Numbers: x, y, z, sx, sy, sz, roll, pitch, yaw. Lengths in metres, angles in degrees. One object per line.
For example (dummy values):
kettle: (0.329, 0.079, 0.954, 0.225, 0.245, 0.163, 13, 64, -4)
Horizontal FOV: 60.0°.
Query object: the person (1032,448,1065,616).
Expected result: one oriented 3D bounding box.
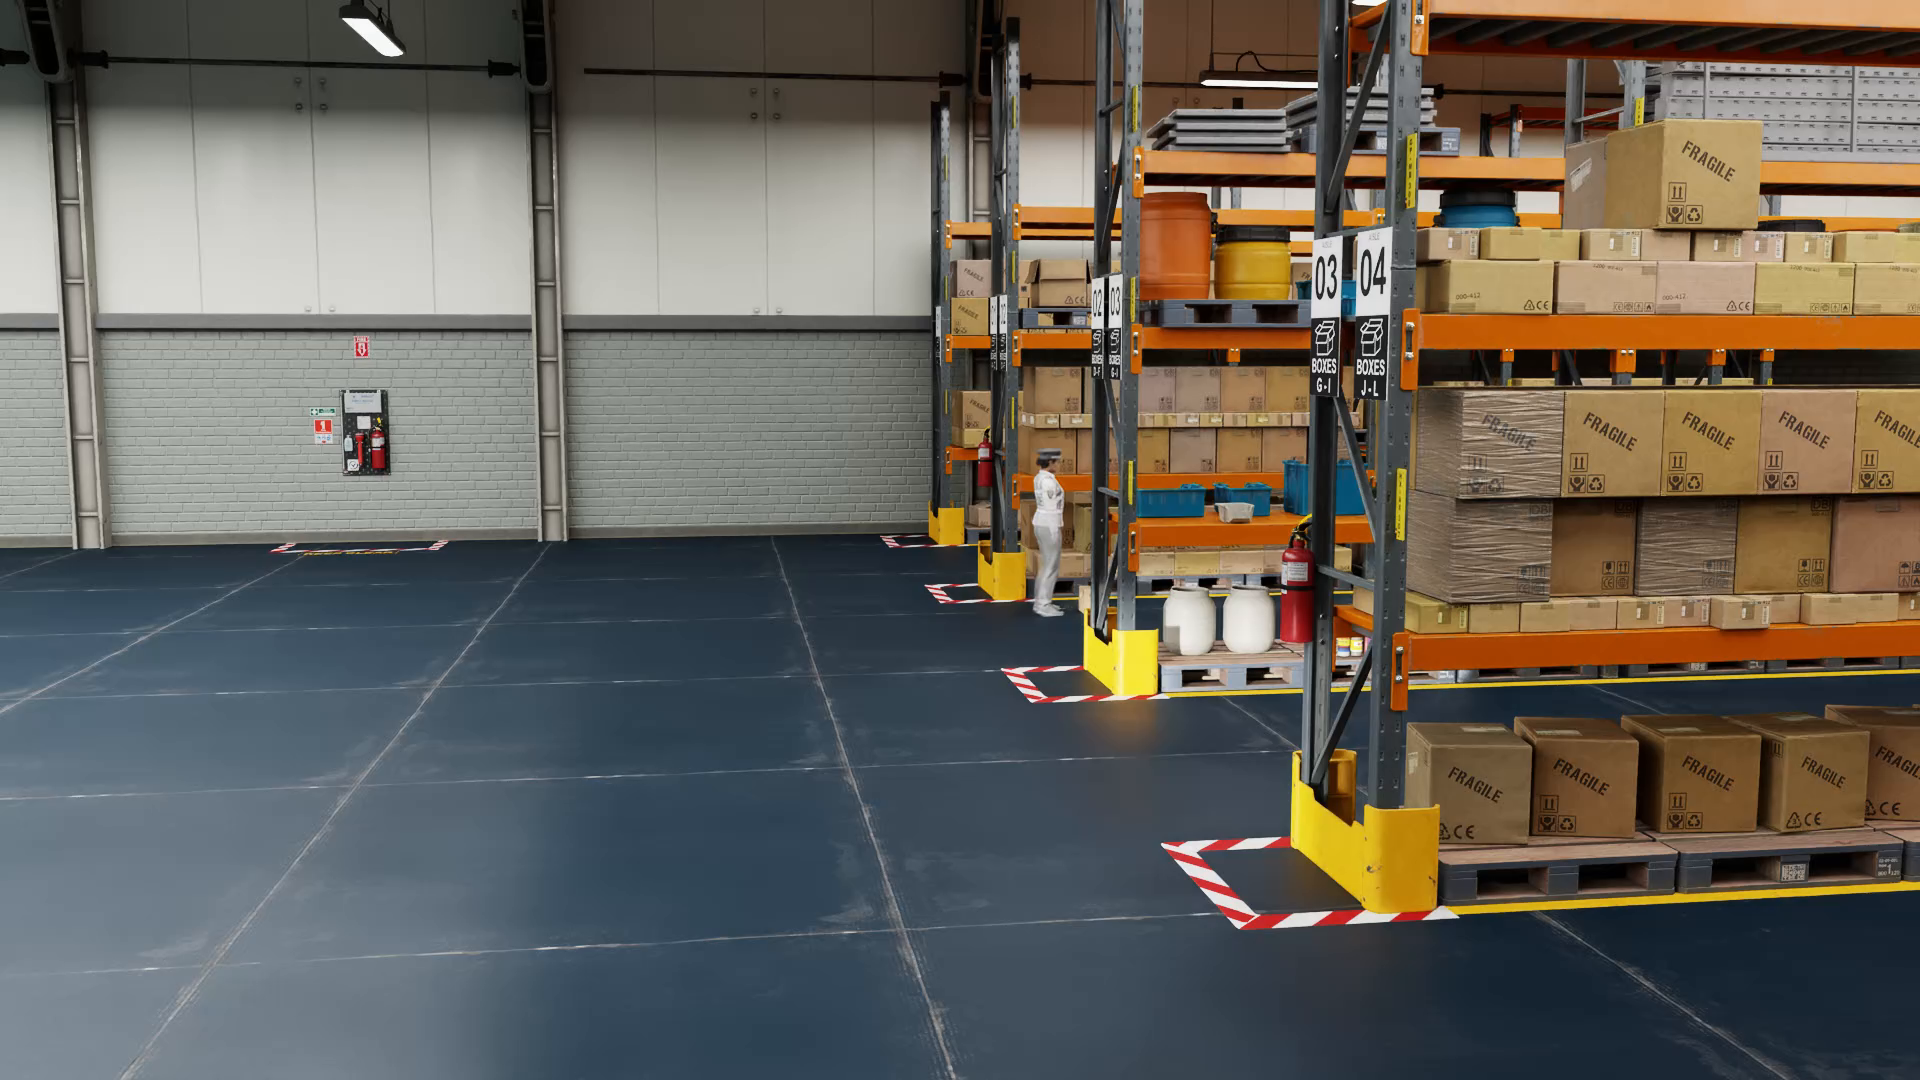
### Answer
person: (0.890, -0.085, 16.643, 0.328, 1.672, 0.470, -1, 7, -10)
